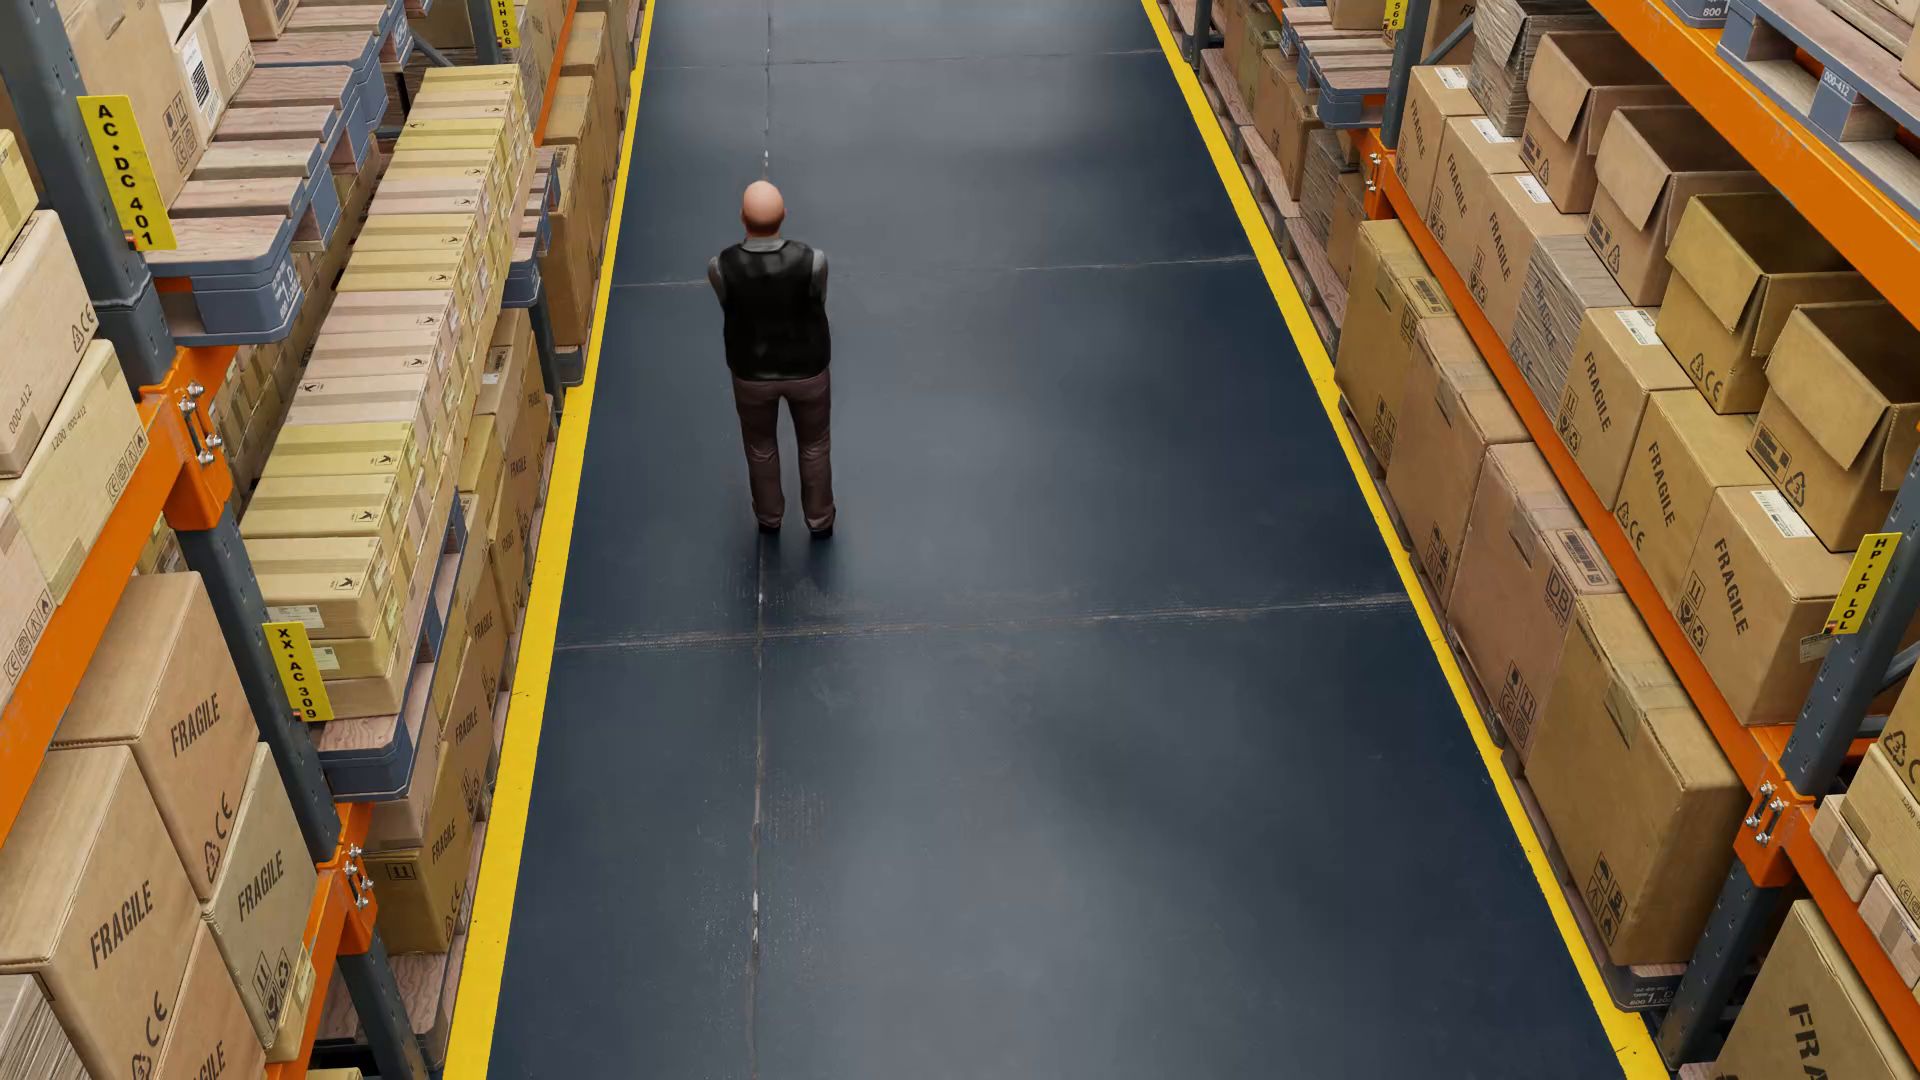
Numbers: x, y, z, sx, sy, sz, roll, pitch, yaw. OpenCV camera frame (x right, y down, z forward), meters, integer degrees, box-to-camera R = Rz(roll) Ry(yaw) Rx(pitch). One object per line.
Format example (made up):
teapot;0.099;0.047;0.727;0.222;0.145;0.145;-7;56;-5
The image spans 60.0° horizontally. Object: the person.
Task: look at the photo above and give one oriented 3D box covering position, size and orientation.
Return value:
person;-0.791;-0.783;7.153;0.495;1.718;0.560;-4;39;-4
